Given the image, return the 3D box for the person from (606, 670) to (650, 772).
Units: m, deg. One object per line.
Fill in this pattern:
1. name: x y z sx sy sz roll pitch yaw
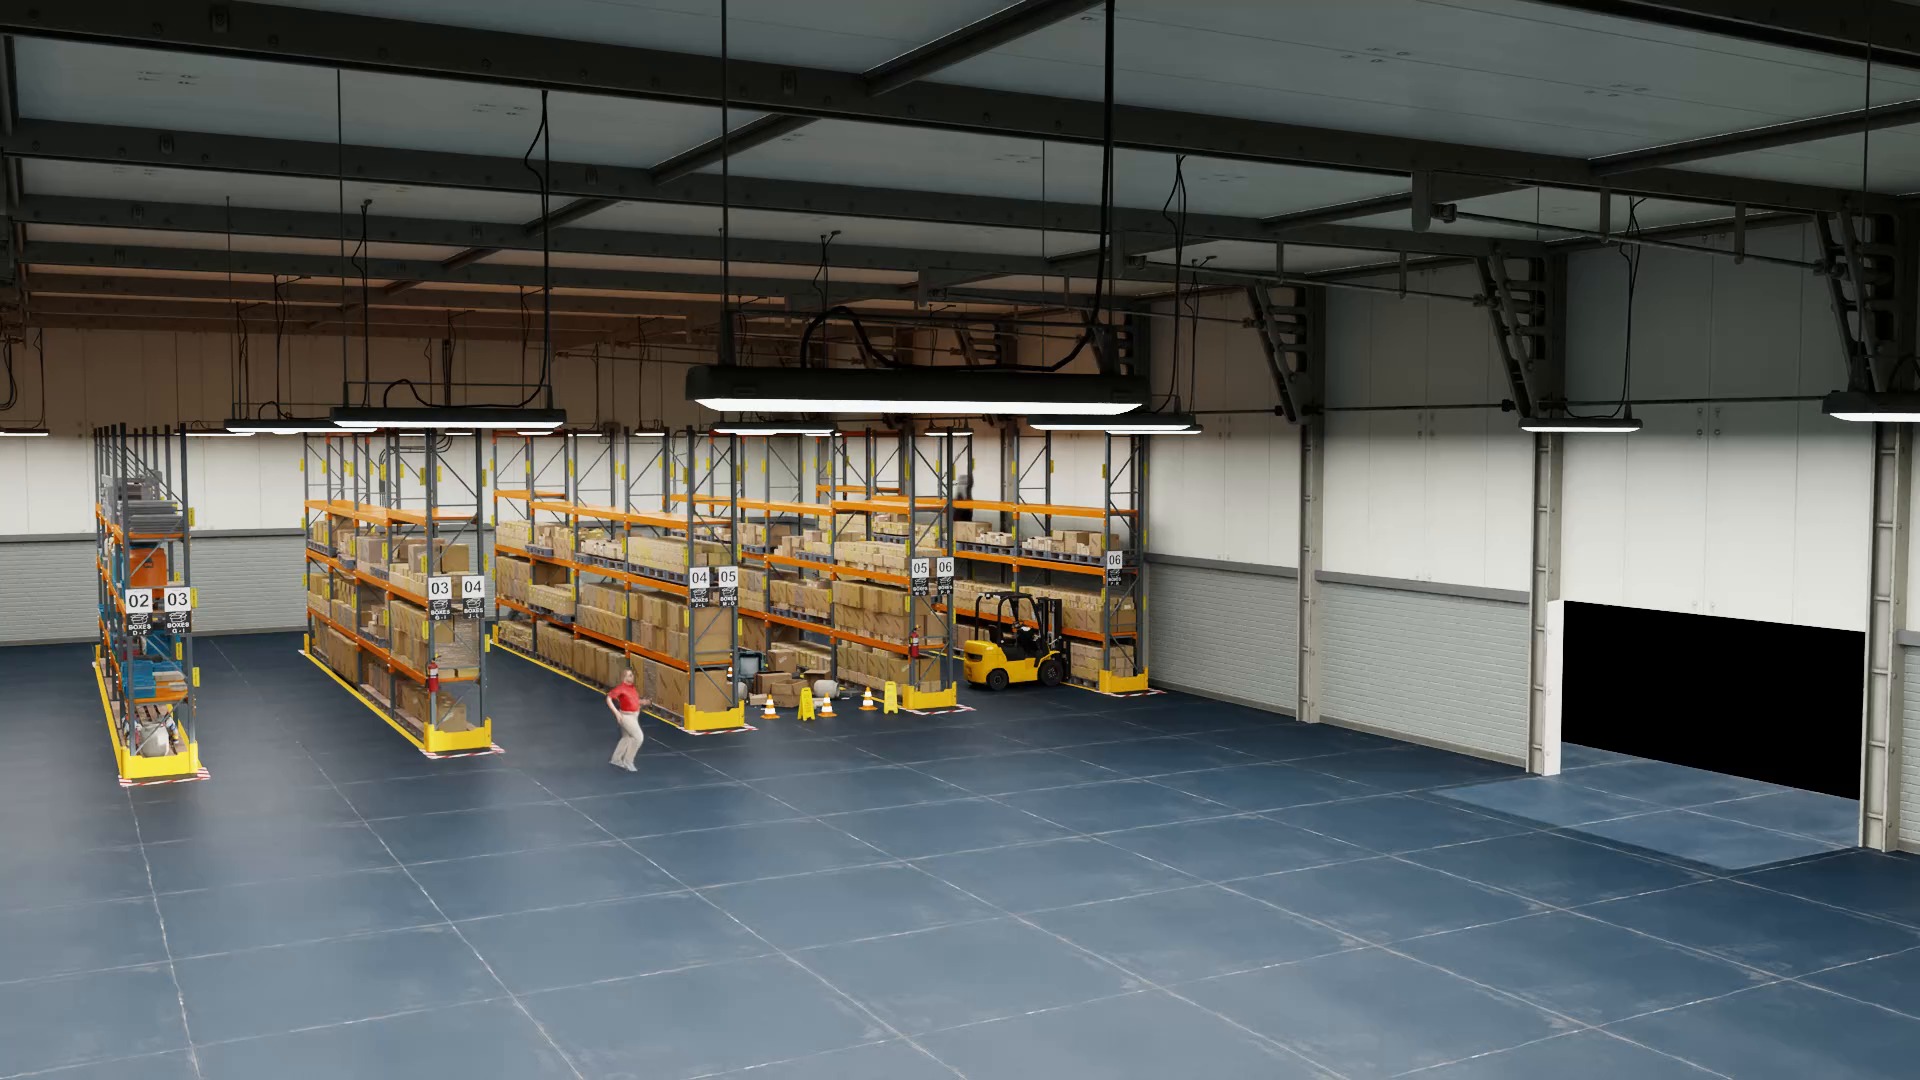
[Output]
1. person: -5.723 3.131 28.768 0.744 1.774 0.635 1 3 8

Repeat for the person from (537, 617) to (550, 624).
1. person: -12.091 1.951 48.213 0.497 1.718 0.728 2 4 31

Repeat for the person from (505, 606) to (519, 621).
1. person: -12.923 2.003 48.284 0.782 1.607 0.623 -2 4 -34
